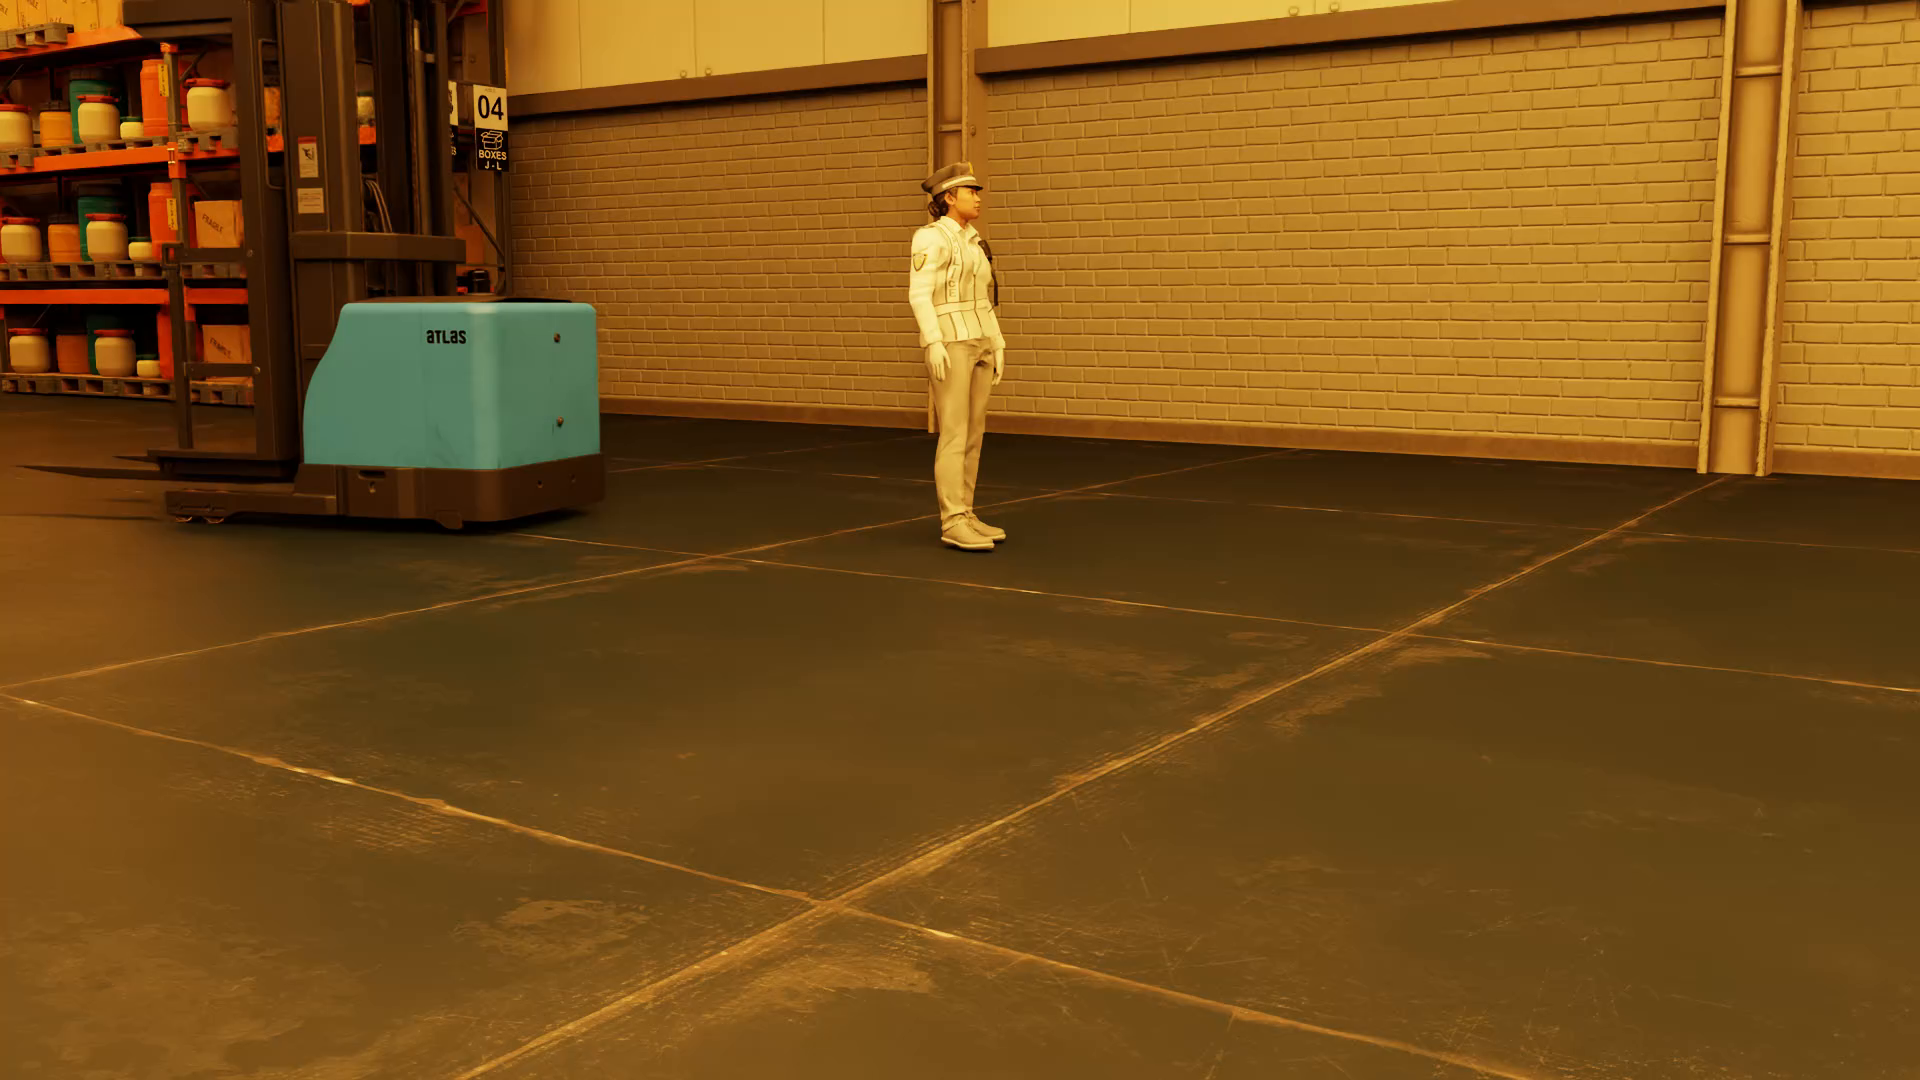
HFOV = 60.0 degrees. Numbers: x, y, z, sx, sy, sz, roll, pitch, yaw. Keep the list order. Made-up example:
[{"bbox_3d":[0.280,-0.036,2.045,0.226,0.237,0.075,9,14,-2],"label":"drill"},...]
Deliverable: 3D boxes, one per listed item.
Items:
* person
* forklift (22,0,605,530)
[{"bbox_3d":[0.053,-0.840,7.440,0.531,1.695,0.588,5,10,34],"label":"person"},{"bbox_3d":[-3.405,-1.597,8.422,3.031,2.935,1.130,3,9,18],"label":"forklift"}]
